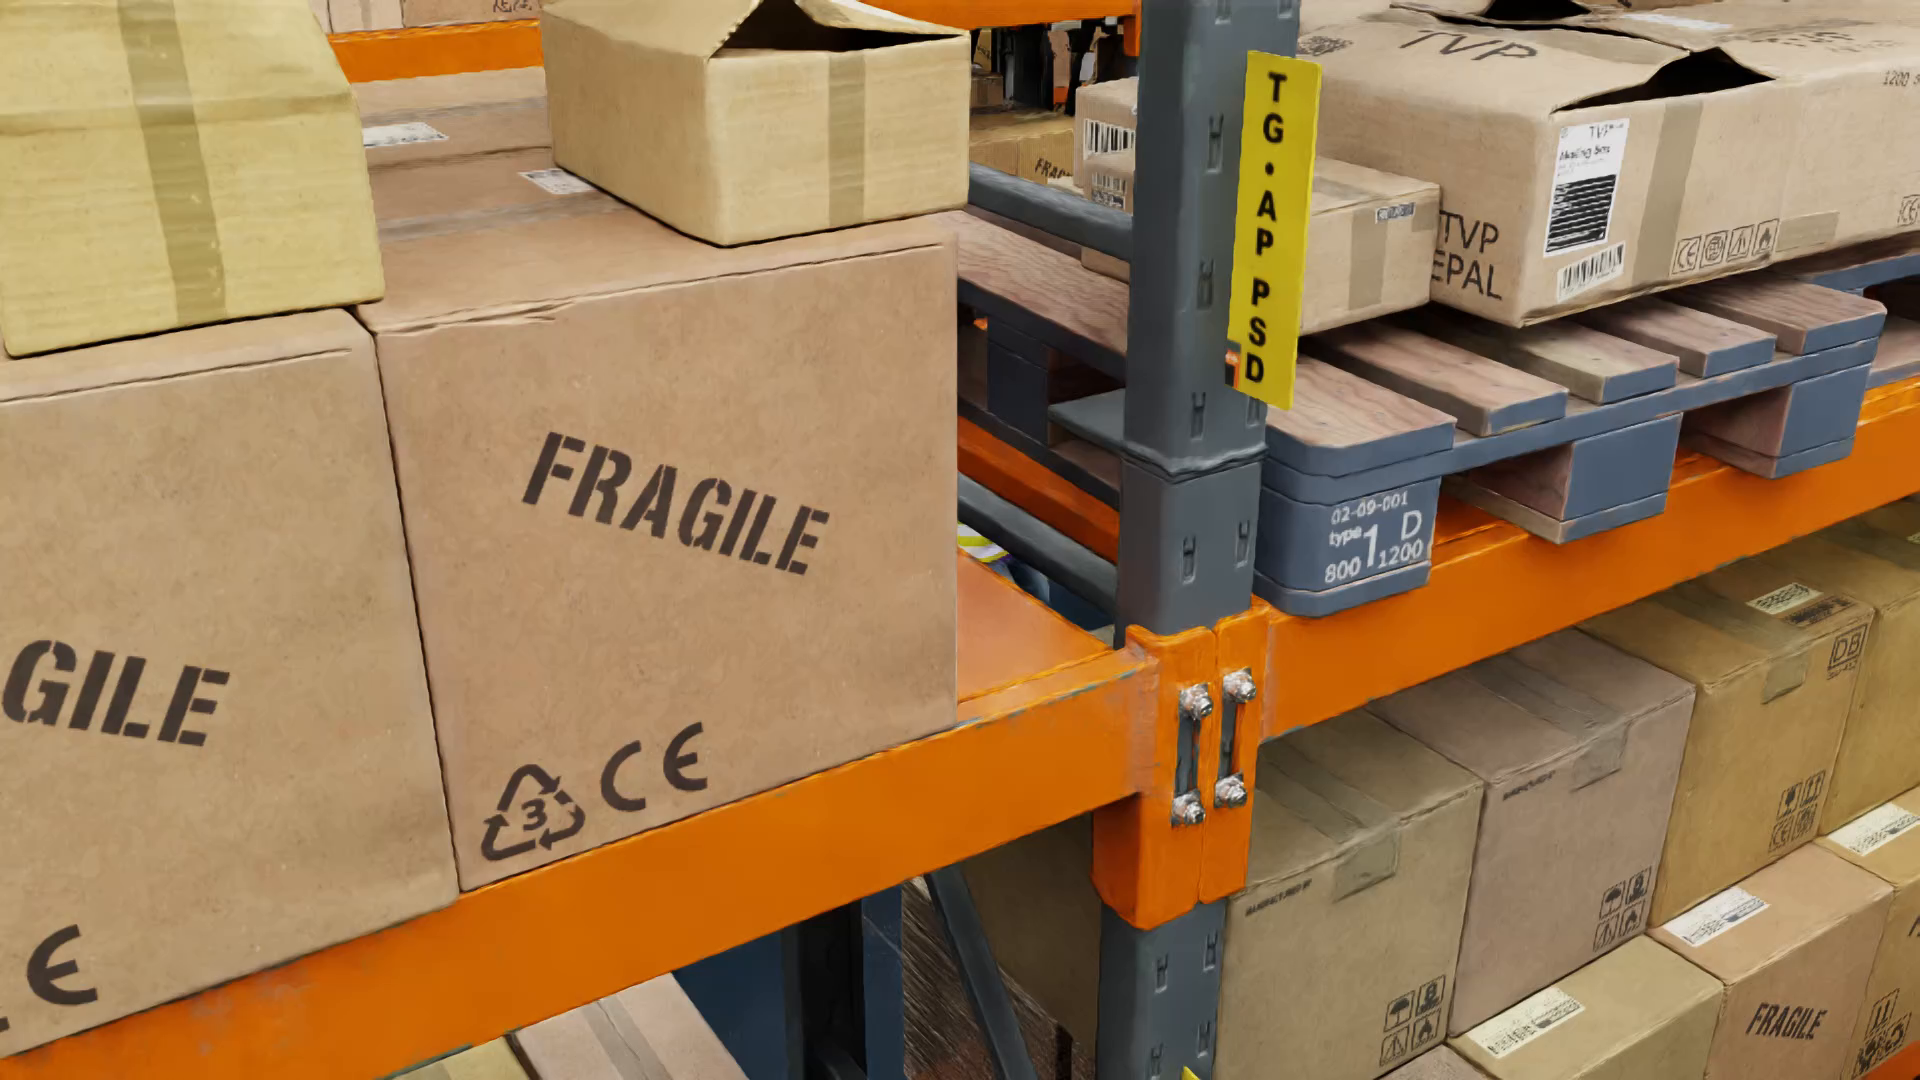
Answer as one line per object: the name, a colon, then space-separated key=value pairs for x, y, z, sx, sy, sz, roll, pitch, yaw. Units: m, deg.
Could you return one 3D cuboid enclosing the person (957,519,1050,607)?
person: x=0.100 y=0.021 z=6.591 sx=0.766 sy=1.717 sz=0.631 roll=19 pitch=31 yaw=34
